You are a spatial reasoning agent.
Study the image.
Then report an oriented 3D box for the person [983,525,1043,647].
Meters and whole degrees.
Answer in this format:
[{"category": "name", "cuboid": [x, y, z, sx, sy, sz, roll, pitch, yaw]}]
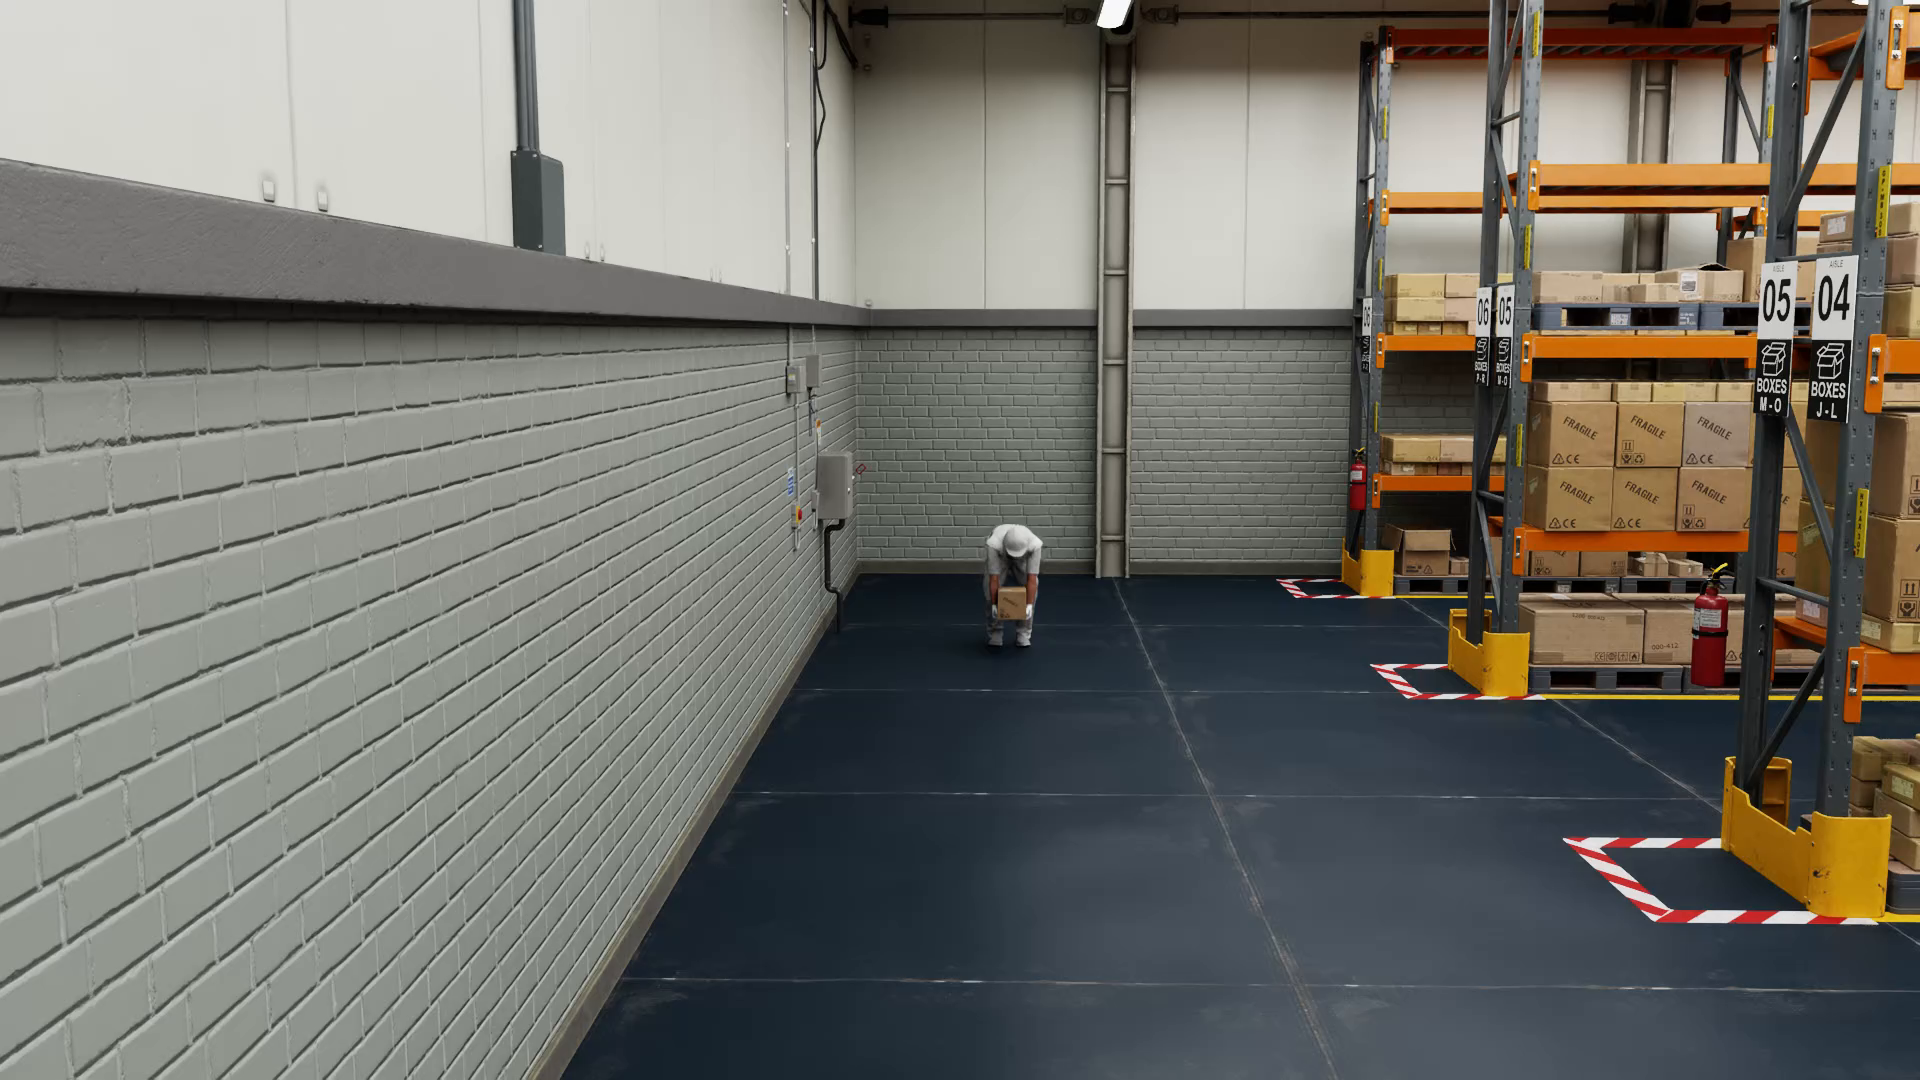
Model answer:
[{"category": "person", "cuboid": [0.474, 0.408, 14.972, 0.528, 1.147, 0.970, 0, 7, -1]}]
